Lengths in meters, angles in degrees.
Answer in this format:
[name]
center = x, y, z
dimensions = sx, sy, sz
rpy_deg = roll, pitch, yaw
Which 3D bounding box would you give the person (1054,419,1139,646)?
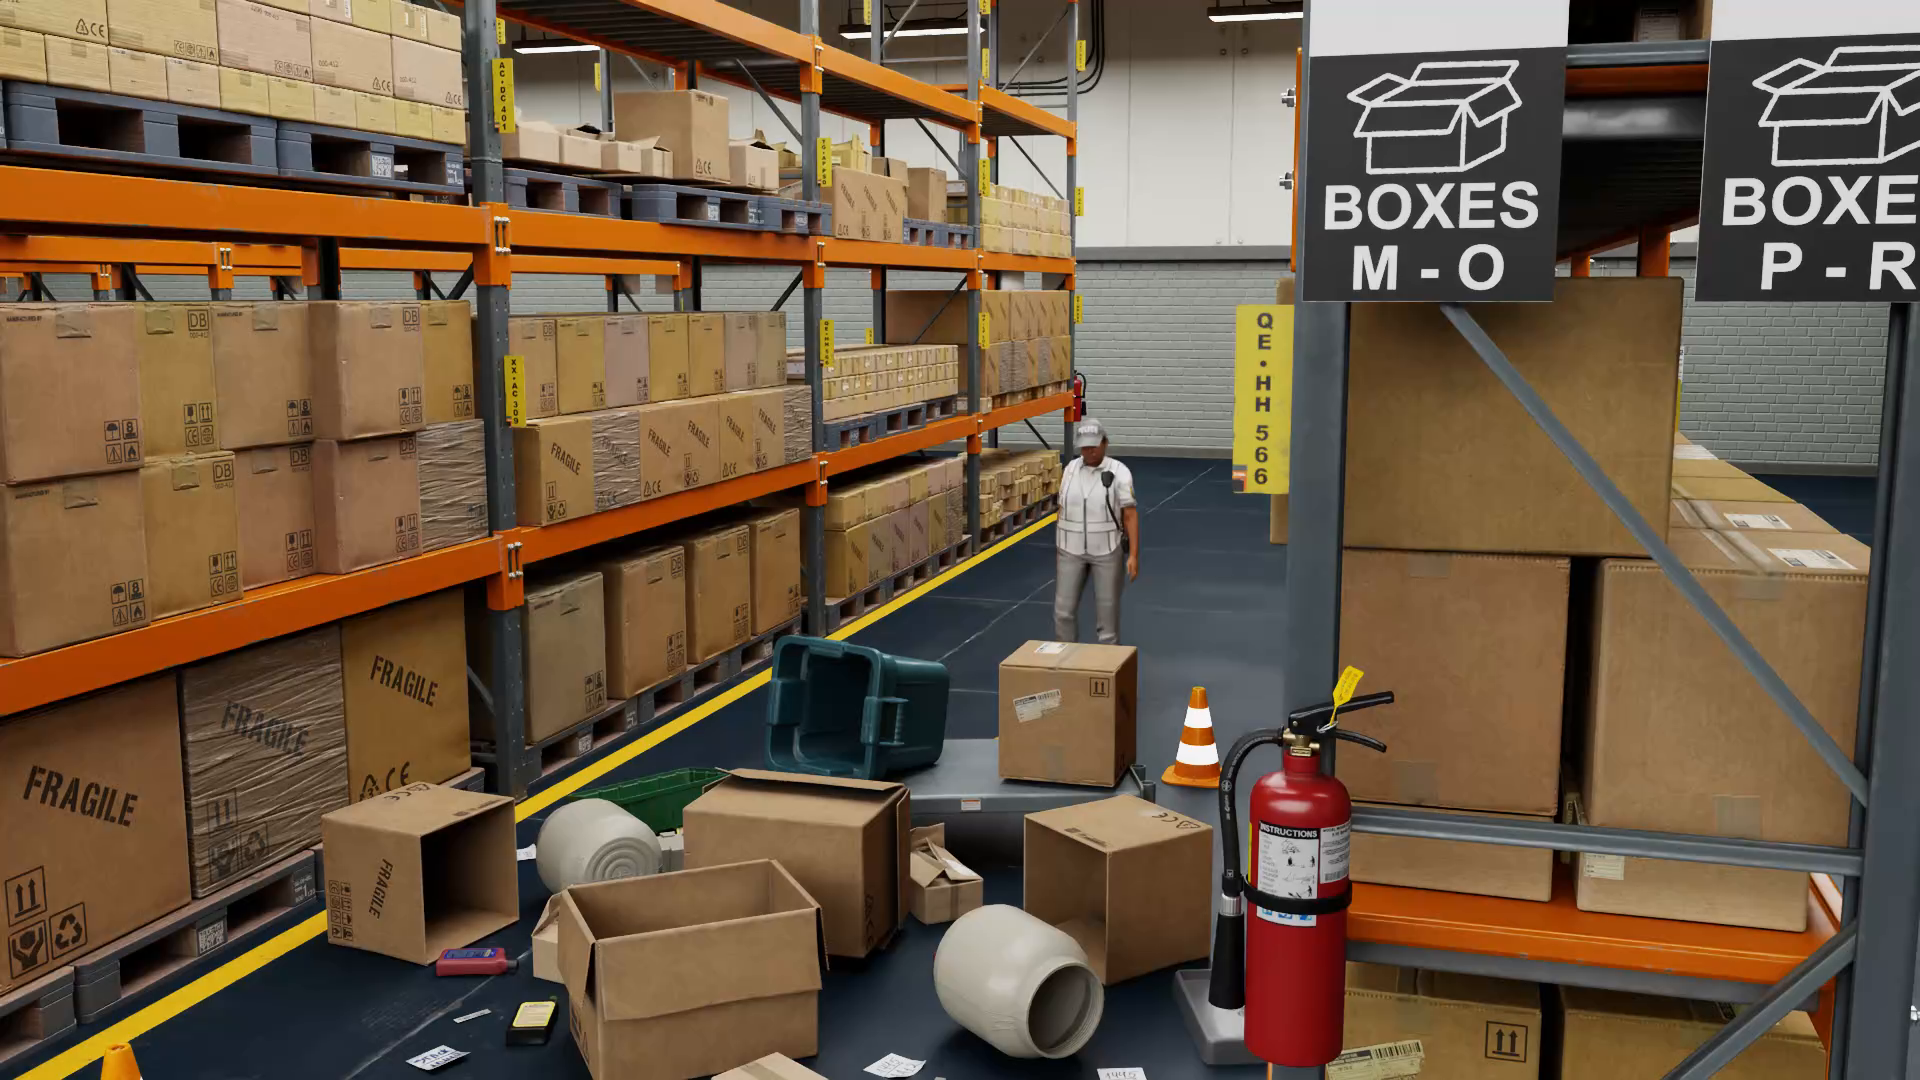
[person]
center = 0.827, 0.117, 10.082
dimensions = 0.534, 1.701, 0.395
rpy_deg = 3, 9, 18
